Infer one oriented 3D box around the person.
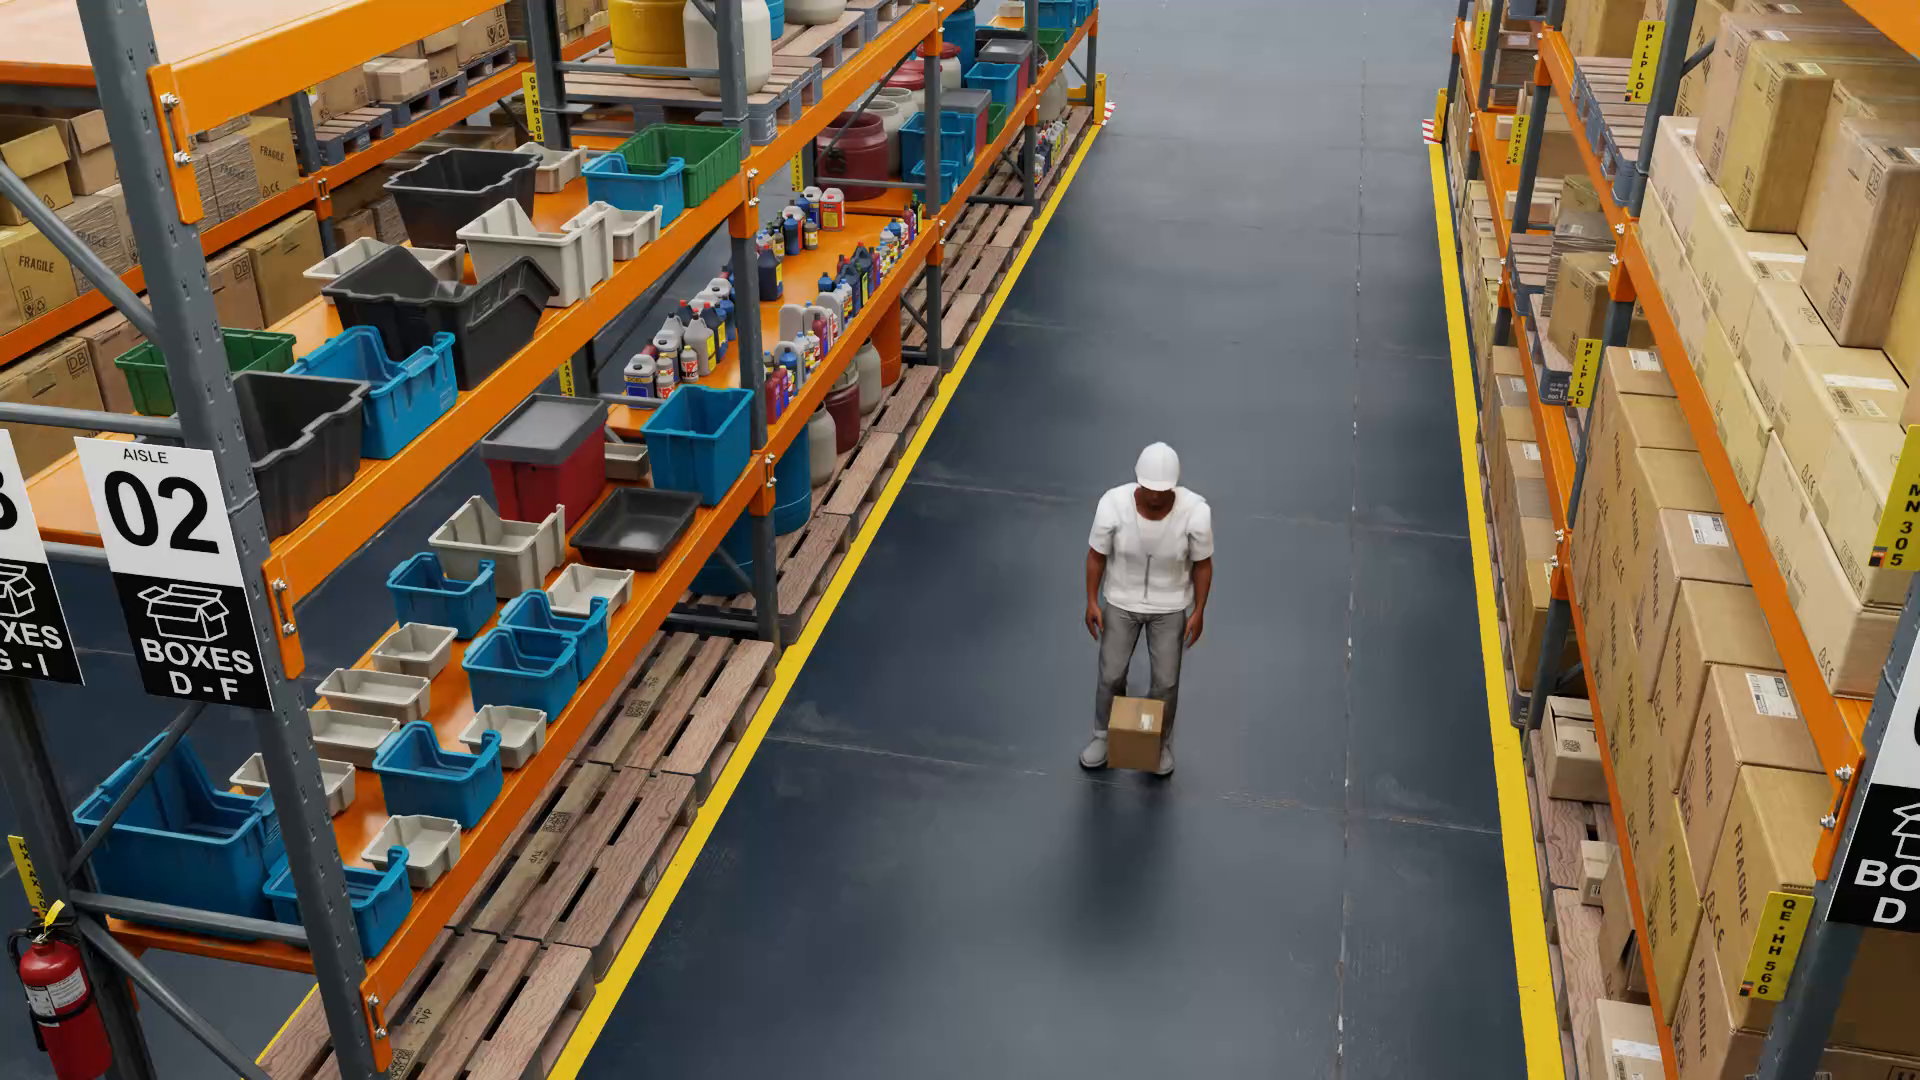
[{"bbox_3d":[0.898,0.317,8.019,0.601,1.763,0.443,5,29,9],"label":"person"}]
